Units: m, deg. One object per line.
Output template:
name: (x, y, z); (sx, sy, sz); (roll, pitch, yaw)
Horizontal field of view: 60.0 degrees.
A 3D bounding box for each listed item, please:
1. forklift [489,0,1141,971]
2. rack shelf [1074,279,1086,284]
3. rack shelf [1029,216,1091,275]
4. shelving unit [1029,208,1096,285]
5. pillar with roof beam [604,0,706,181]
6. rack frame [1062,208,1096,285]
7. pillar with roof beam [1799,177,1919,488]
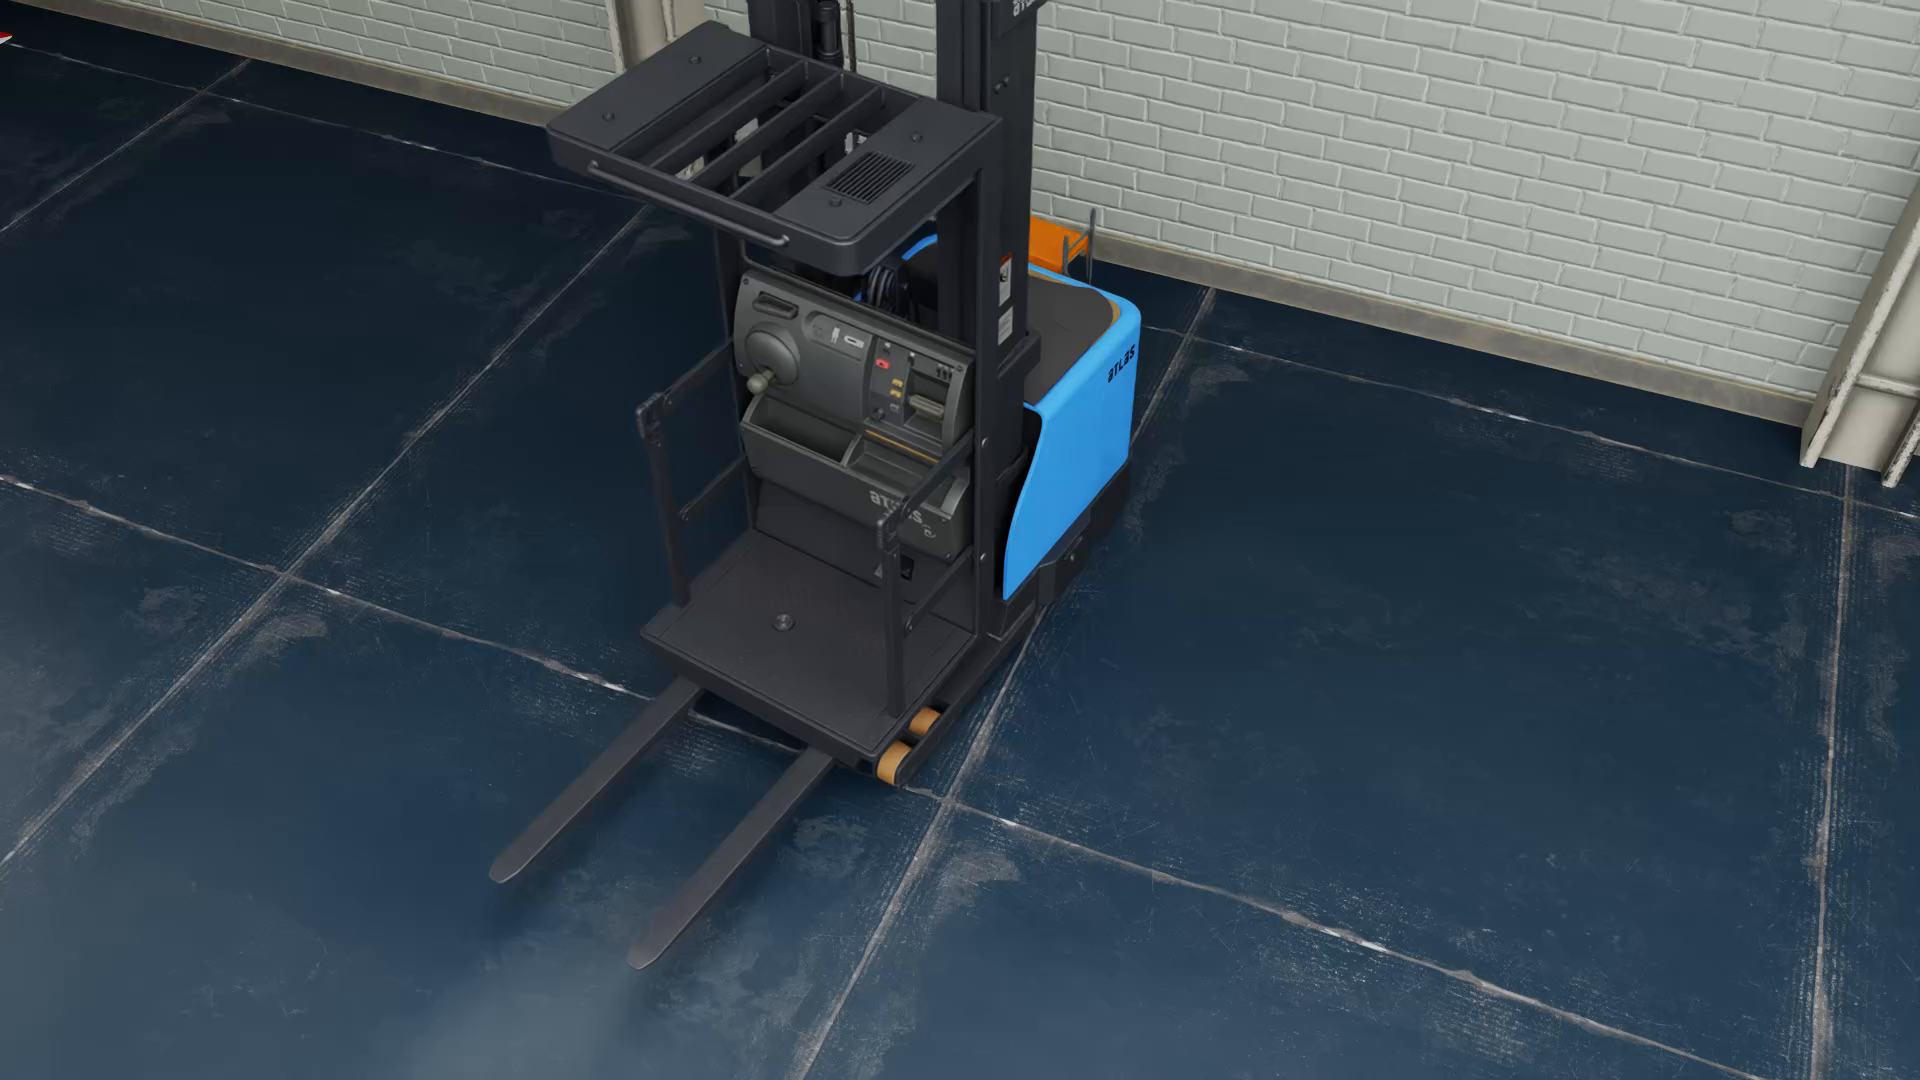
forklift: (-0.497, -0.512, 5.526); (1.130, 2.935, 3.031); (25, 50, 23)
rack shelf: (0.275, -1.051, 7.072); (0.480, 0.148, 0.258); (24, 50, 22)
rack shelf: (0.275, -1.218, 6.906); (0.480, 0.148, 0.258); (24, 50, 22)
shelving unit: (0.275, -0.940, 7.183); (0.503, 1.200, 0.258); (24, 50, 22)
pillar with roof beam: (-3.203, -2.399, 3.120); (0.400, 9.000, 9.100); (16, 47, 16)
rack frame: (0.481, -0.848, 7.090); (0.015, 1.200, 0.240); (24, 50, 22)
pillar with roof beam: (2.334, -0.770, 1.482); (0.400, 9.000, 9.100); (16, 47, 16)
